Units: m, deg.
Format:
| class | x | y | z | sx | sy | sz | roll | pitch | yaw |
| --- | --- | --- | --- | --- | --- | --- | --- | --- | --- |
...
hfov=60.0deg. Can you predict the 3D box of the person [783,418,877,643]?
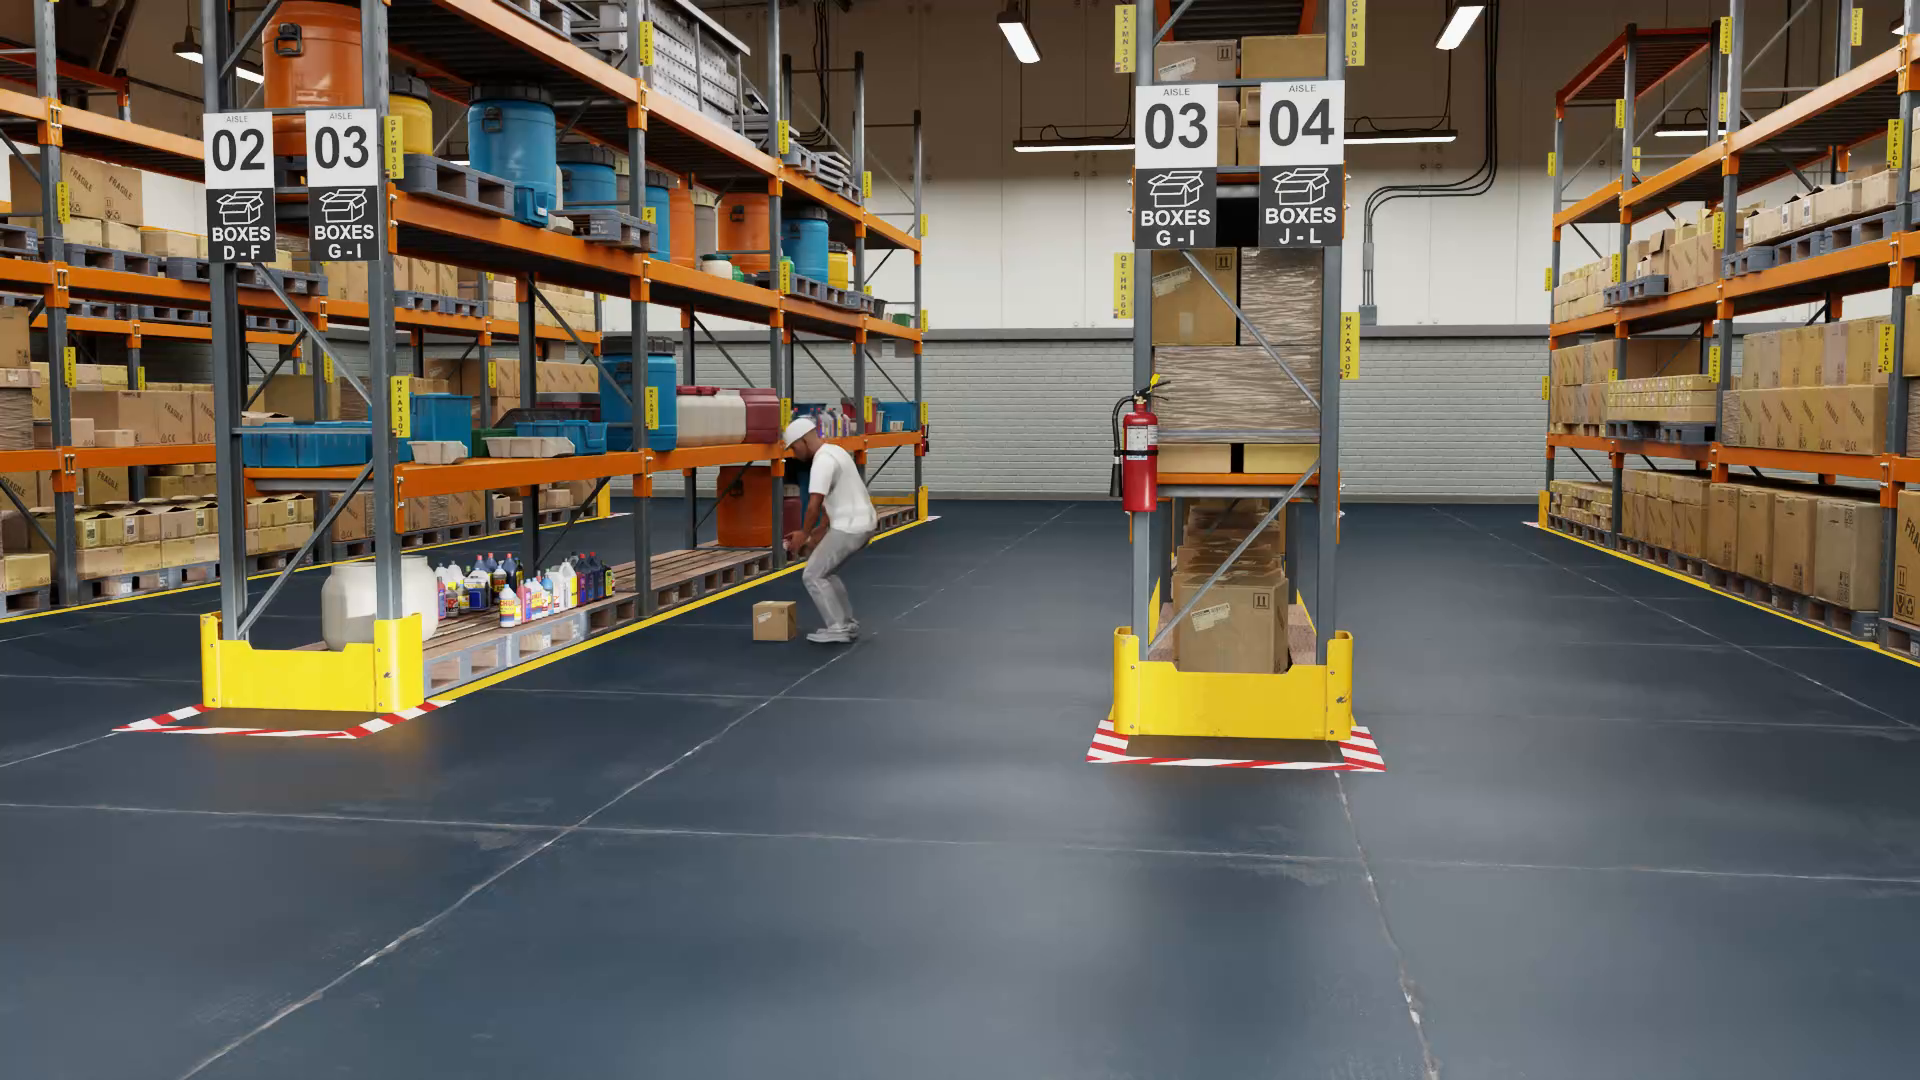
| class | x | y | z | sx | sy | sz | roll | pitch | yaw |
| --- | --- | --- | --- | --- | --- | --- | --- | --- | --- |
| person | -0.920 | -0.072 | 11.709 | 0.644 | 1.568 | 0.622 | 1 | 4 | 9 |
